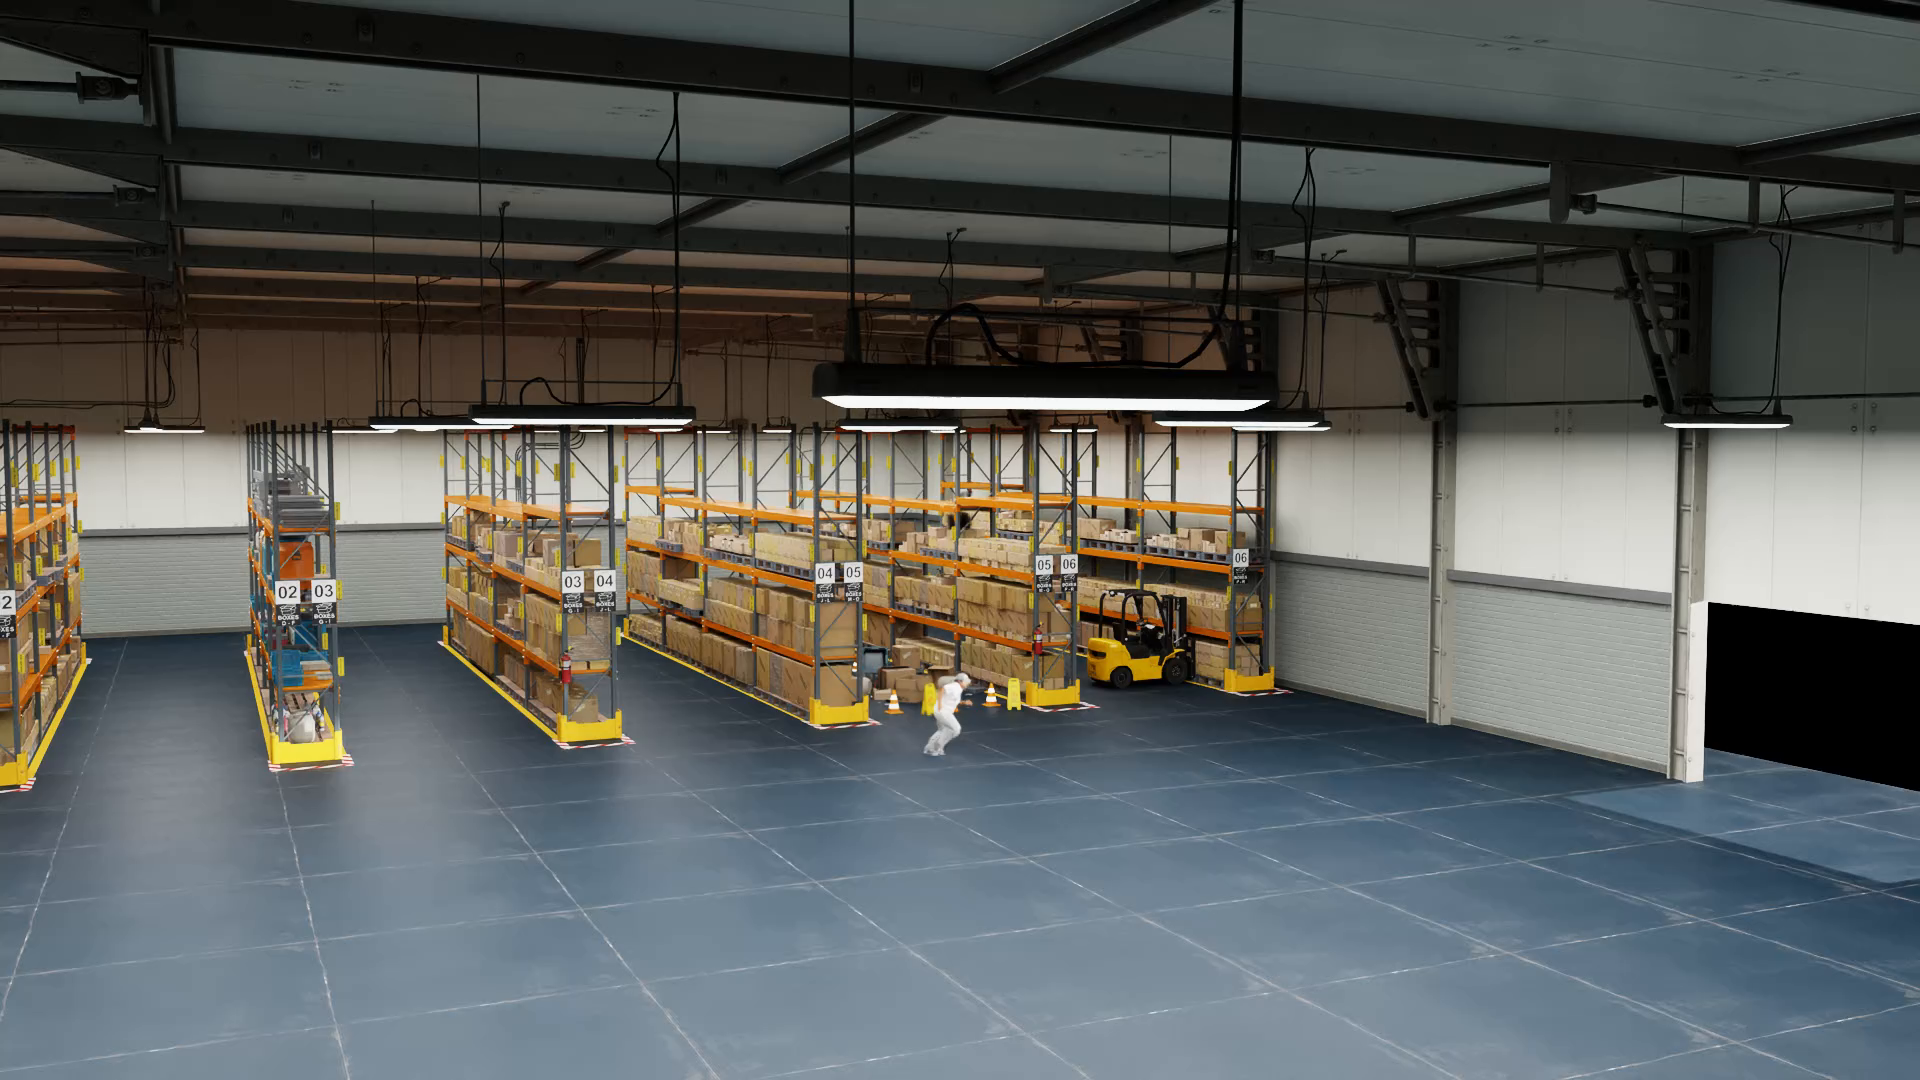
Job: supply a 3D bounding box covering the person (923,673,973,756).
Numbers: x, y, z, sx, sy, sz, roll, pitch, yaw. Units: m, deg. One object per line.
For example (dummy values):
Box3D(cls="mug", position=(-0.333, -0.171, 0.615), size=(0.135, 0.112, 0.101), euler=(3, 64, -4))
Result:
Box3D(cls="person", position=(-0.226, 3.114, 29.628), size=(0.887, 1.496, 0.639), euler=(1, 4, 9))
